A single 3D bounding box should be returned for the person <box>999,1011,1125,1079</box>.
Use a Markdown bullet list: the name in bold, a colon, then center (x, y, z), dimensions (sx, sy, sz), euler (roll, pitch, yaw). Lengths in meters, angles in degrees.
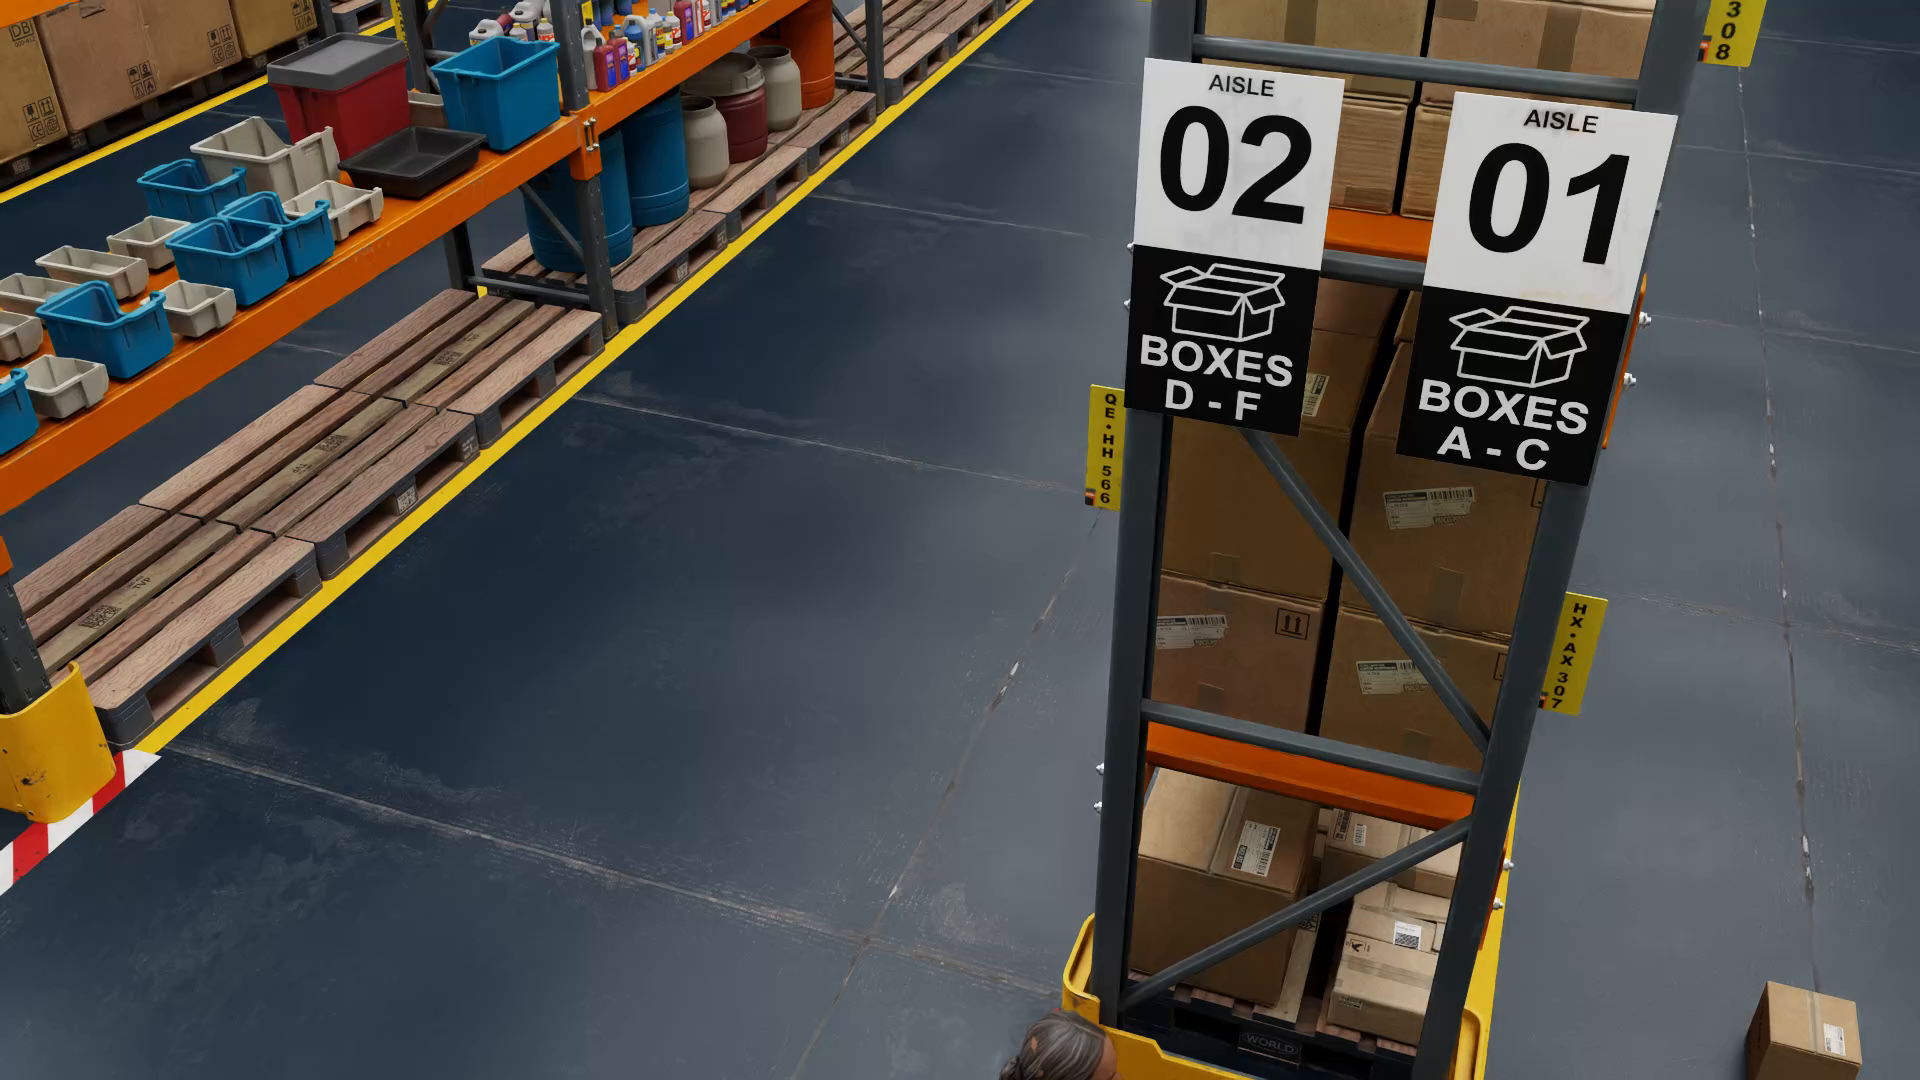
- **person**: center (0.112, 1.612, 3.719), dimensions (0.920, 1.598, 0.490), euler (15, 36, 22)
